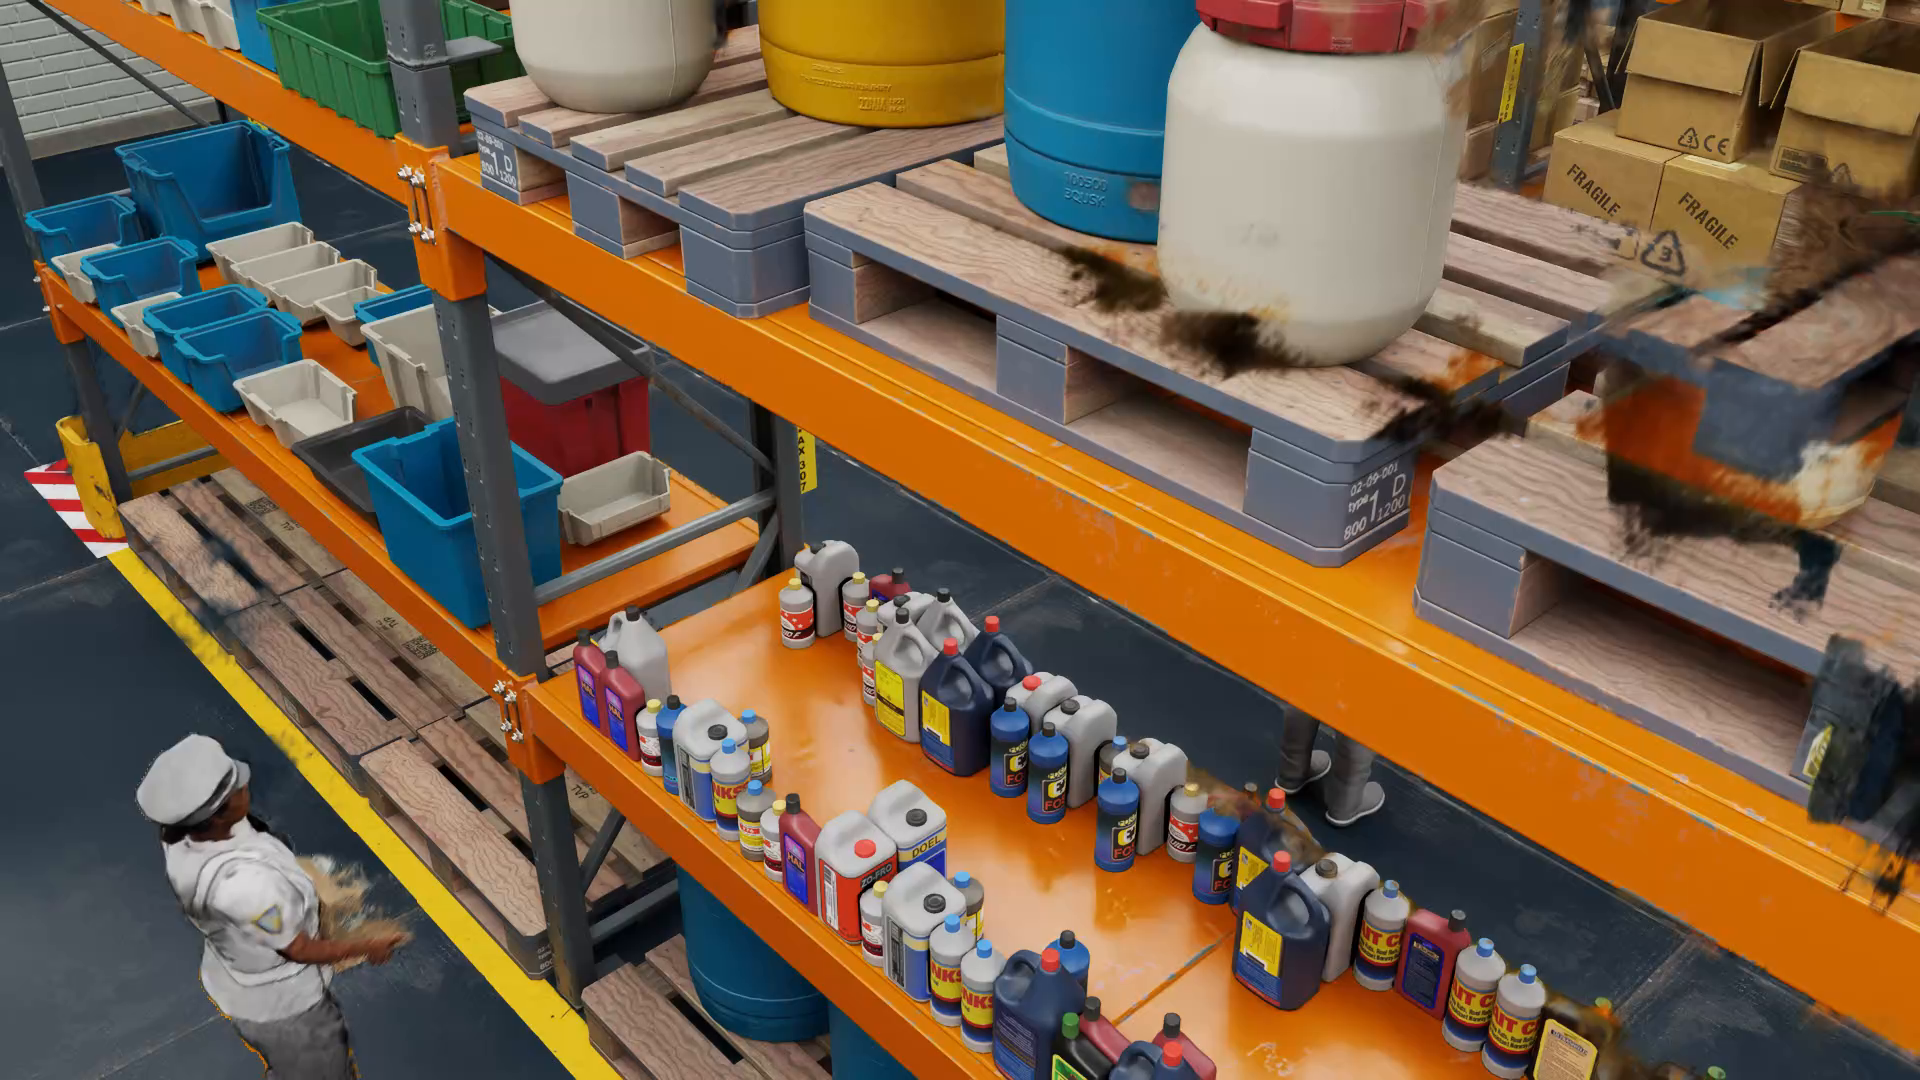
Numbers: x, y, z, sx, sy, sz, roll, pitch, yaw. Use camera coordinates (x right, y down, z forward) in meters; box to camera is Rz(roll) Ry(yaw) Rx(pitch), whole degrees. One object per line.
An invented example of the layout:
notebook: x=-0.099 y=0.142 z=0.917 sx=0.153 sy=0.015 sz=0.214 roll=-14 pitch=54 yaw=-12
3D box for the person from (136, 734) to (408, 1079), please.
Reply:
person: x=1.409 y=0.207 z=5.782 sx=0.520 sy=1.690 sz=0.449 roll=-26 pitch=40 yaw=-35
